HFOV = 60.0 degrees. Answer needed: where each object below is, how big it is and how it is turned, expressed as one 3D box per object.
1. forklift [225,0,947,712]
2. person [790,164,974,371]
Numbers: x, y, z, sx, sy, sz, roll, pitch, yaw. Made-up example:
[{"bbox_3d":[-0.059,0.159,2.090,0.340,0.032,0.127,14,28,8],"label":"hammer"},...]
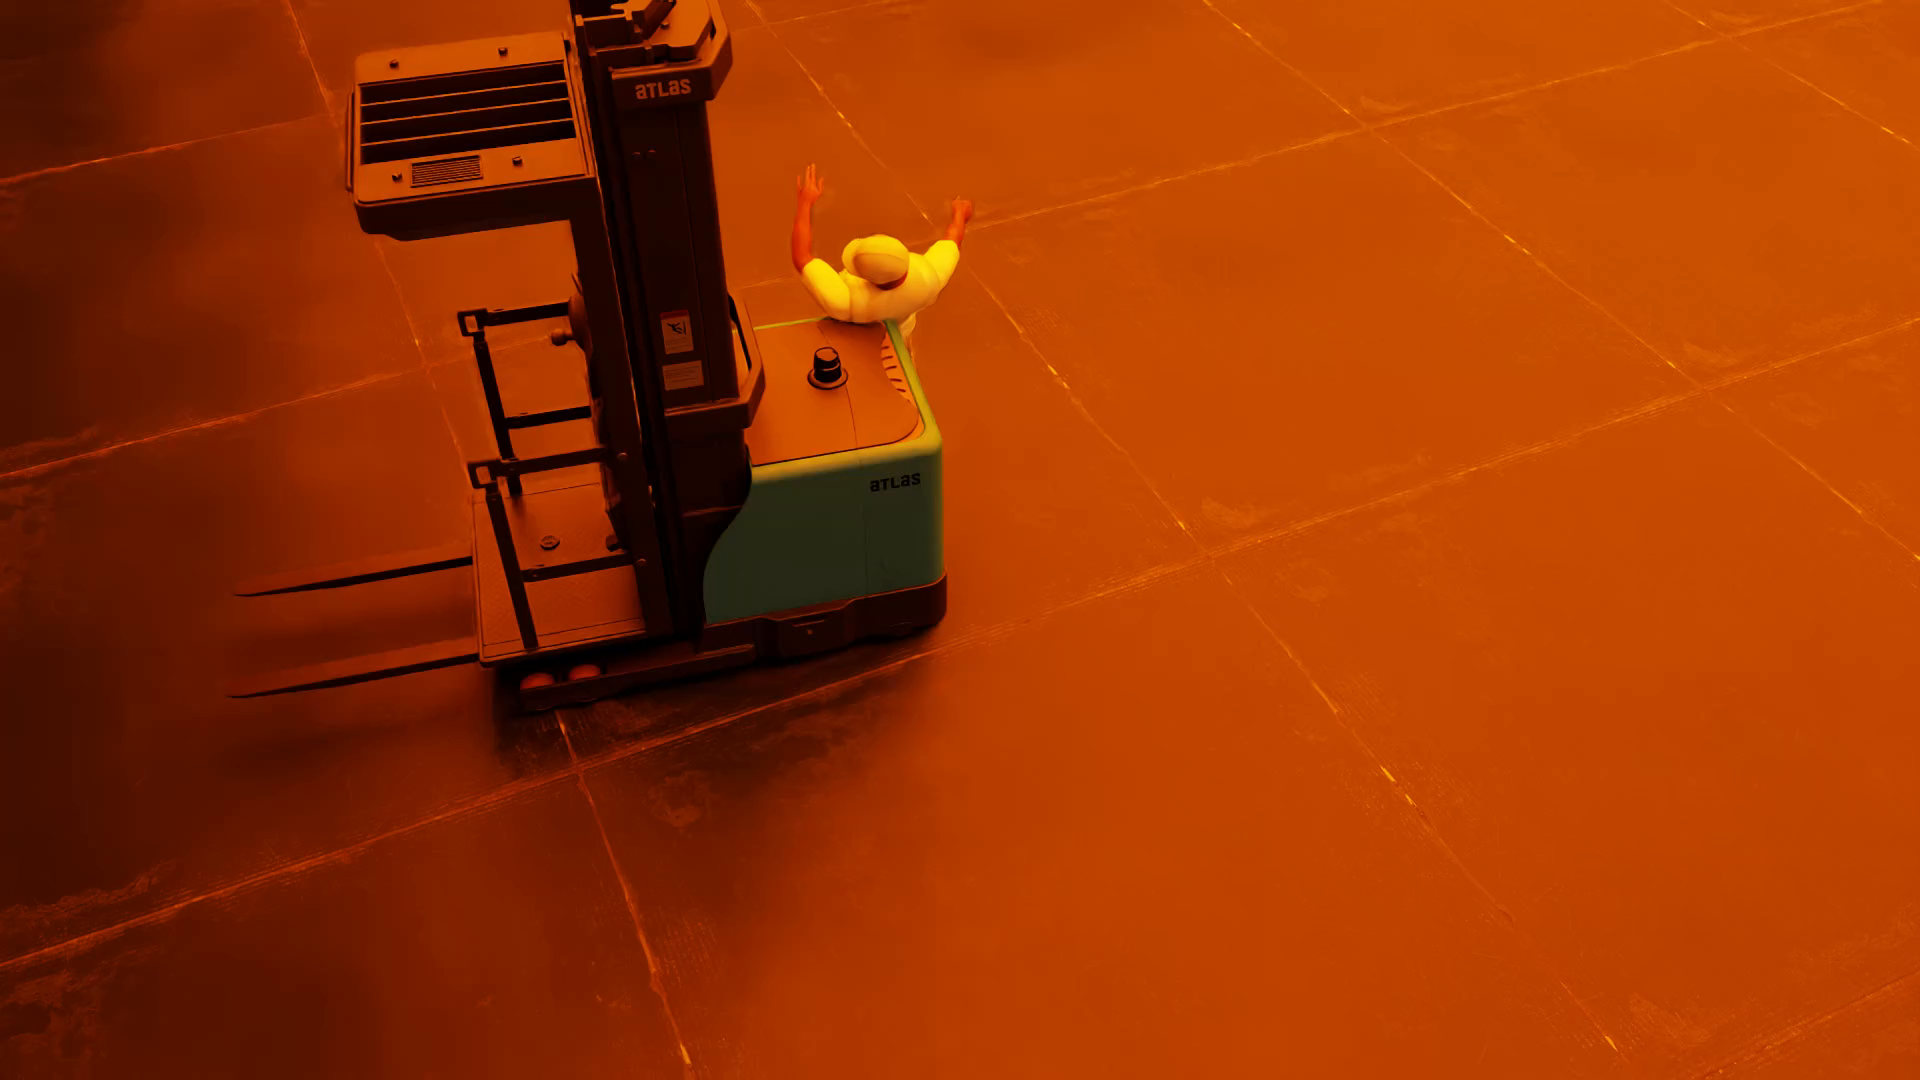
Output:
[{"bbox_3d":[-1.632,-0.749,6.483,3.031,2.935,1.130,-10,44,-11],"label":"forklift"},{"bbox_3d":[-0.273,-1.032,7.786,1.118,1.523,0.738,-34,53,-31],"label":"person"}]
